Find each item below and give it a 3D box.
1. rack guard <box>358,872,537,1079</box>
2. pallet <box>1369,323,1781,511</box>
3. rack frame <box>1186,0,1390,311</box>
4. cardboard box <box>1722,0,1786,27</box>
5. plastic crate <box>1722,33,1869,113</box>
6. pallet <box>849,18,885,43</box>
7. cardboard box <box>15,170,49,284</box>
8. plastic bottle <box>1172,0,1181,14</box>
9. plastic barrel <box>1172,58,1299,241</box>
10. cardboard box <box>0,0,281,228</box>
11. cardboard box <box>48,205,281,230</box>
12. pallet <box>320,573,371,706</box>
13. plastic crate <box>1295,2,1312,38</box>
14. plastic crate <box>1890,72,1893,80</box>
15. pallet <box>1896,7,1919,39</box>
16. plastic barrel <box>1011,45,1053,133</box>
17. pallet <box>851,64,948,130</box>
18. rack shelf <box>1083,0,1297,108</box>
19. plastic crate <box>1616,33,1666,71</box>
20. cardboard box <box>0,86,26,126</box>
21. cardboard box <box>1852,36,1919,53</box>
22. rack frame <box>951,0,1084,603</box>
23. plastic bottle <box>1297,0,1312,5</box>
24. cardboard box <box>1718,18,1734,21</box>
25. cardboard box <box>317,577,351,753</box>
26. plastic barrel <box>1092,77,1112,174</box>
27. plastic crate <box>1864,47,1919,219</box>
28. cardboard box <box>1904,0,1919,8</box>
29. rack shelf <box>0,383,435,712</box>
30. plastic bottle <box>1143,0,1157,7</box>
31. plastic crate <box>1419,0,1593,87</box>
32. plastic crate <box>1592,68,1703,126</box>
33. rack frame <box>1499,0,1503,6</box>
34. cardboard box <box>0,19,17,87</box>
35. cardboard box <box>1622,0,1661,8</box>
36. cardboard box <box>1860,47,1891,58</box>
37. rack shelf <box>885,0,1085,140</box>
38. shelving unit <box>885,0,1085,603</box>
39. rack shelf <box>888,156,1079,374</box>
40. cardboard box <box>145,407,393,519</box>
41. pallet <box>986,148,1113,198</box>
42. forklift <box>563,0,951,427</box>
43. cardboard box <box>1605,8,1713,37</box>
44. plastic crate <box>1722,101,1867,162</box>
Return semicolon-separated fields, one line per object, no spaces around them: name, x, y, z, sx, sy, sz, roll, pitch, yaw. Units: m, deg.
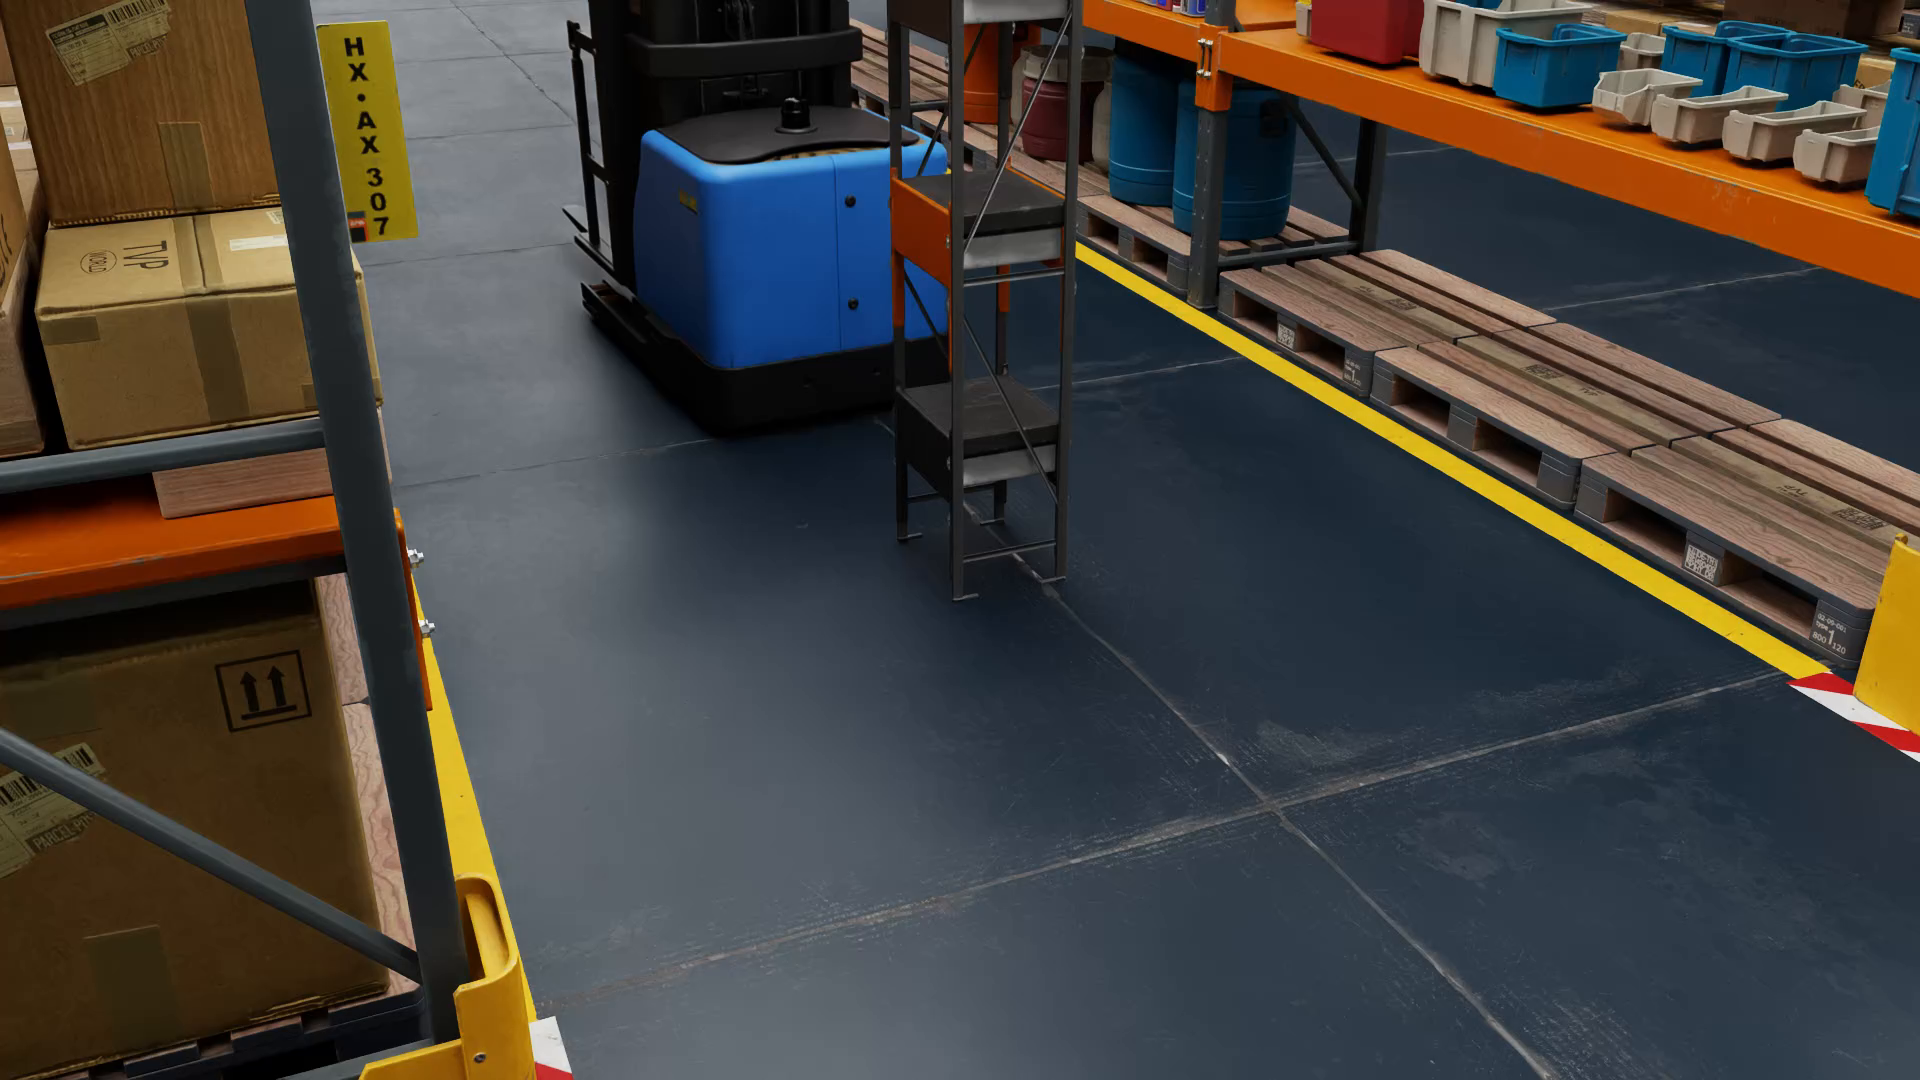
rack guard;-1.394;1.039;3.051;1.175;0.500;0.348;-11;28;-21
pallet;2.393;-0.523;6.580;1.003;0.211;1.213;-11;28;-21
rack frame;1.587;-2.559;7.573;1.000;3.000;0.127;-11;28;-21
cardboard box;5.593;-3.664;11.328;0.500;0.250;0.500;-11;28;-22
plastic crate;2.845;-1.584;5.698;0.416;0.233;0.300;-11;28;-21
pallet;-1.202;-4.226;14.164;1.003;0.211;1.213;-11;28;-21
cardboard box;-2.035;-0.515;3.217;0.500;0.250;0.500;-11;28;-21
plastic bottle;1.065;-2.616;7.915;0.097;0.201;0.097;0;26;0
plastic barrel;1.390;-2.028;8.397;0.600;0.901;0.708;-11;28;-21
cardboard box;-1.539;-0.939;3.231;0.500;0.500;0.500;-11;28;-22
cardboard box;-1.553;-0.609;3.410;0.500;0.250;0.500;-11;28;-21
pallet;-2.262;0.358;4.775;1.003;0.211;1.213;-11;28;-21
plastic crate;1.638;-2.255;7.183;0.396;0.136;0.243;-11;28;-21
plastic crate;3.102;-1.318;5.154;0.416;0.233;0.300;-11;28;-21
pallet;8.832;-4.939;15.625;1.003;0.211;1.213;-11;28;-21
plastic barrel;0.532;-2.838;10.500;0.421;0.512;0.421;0;26;0
pallet;-0.247;-3.241;12.147;1.003;0.211;1.213;-11;28;-21
rack shelf;0.804;-3.044;9.385;1.077;0.370;4.000;-11;28;-21
plastic crate;2.546;-1.817;6.284;0.293;0.136;0.466;-11;28;-21
cardboard box;-2.443;-0.930;4.067;0.500;0.250;0.500;-11;28;-21
cardboard box;5.962;-2.934;10.688;0.500;0.500;0.500;-10;28;-20
rack frame;0.160;-0.778;4.951;0.400;2.100;0.015;-11;28;-21
plastic bottle;1.732;-2.751;8.023;0.144;0.351;0.185;-11;28;-21
cardboard box;5.576;-3.341;11.522;0.500;0.500;0.500;-12;28;-23
cardboard box;-2.084;0.060;4.150;0.875;0.875;0.875;-11;28;-21
plastic barrel;0.974;-2.382;9.567;0.421;0.512;0.421;0;26;0
plastic crate;2.851;-1.091;4.456;0.616;0.435;0.499;-11;28;-21
cardboard box;8.807;-5.233;15.396;0.700;0.500;0.500;-10;28;-20
rack shelf;-2.187;-0.578;4.334;1.077;0.370;4.000;-11;28;-21
plastic bottle;0.993;-2.755;8.115;0.152;0.276;0.135;-11;28;-21
plastic crate;2.016;-1.885;6.259;0.437;0.282;0.530;-11;28;-21
plastic crate;2.303;-1.495;5.626;0.298;0.136;0.250;-11;28;-21
rack frame;4.580;-5.024;12.621;1.000;3.000;0.127;-11;28;-21
cardboard box;-2.624;-1.465;4.309;0.500;0.500;0.500;-11;28;-22
cardboard box;5.162;-3.761;12.382;0.500;0.500;0.500;-9;28;-19
cardboard box;5.504;-2.834;10.484;0.500;0.500;0.500;-10;28;-20
rack shelf;0.065;-1.493;4.851;0.431;0.518;0.480;-11;28;-21
shelving unit;0.065;-0.877;5.152;0.431;2.100;0.503;-11;28;-21
rack shelf;0.065;-0.864;5.158;0.431;0.518;0.480;-11;28;-21
cardboard box;-1.239;-0.181;2.988;0.380;0.149;0.250;-10;28;-20
pallet;0.842;-2.118;9.848;1.003;0.211;1.213;-11;28;-21
forklift;-1.143;-2.373;7.269;1.130;2.935;3.031;-12;29;-24
cardboard box;4.898;-3.452;11.748;0.500;0.500;0.500;-11;28;-21
plastic crate;2.568;-1.271;5.166;0.396;0.136;0.243;-11;28;-21
